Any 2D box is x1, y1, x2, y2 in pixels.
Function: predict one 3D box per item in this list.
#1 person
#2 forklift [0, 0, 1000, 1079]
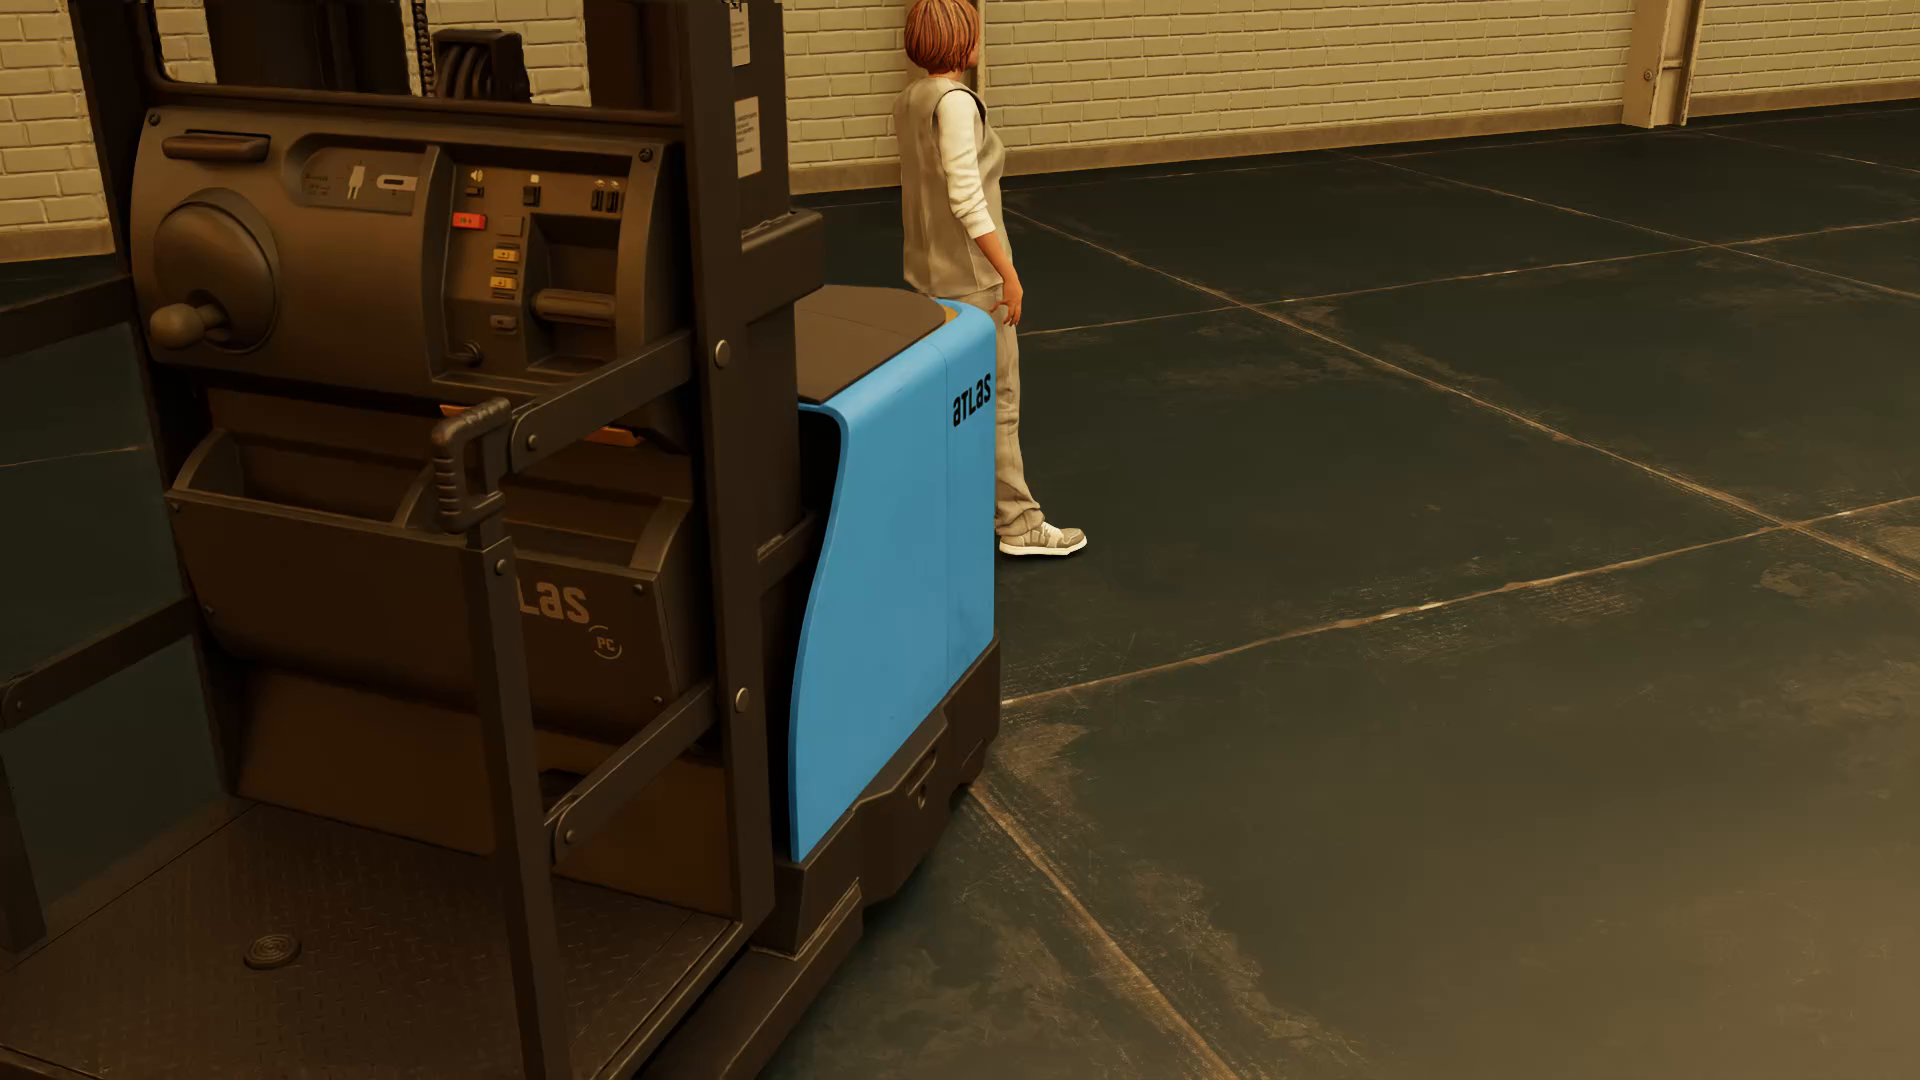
[{"bbox_3d":[0.073,-0.752,4.814,0.474,1.598,0.519,-10,25,-23],"label":"person"},{"bbox_3d":[-0.925,-0.408,2.267,1.130,2.935,3.031,9,24,20],"label":"forklift"}]
